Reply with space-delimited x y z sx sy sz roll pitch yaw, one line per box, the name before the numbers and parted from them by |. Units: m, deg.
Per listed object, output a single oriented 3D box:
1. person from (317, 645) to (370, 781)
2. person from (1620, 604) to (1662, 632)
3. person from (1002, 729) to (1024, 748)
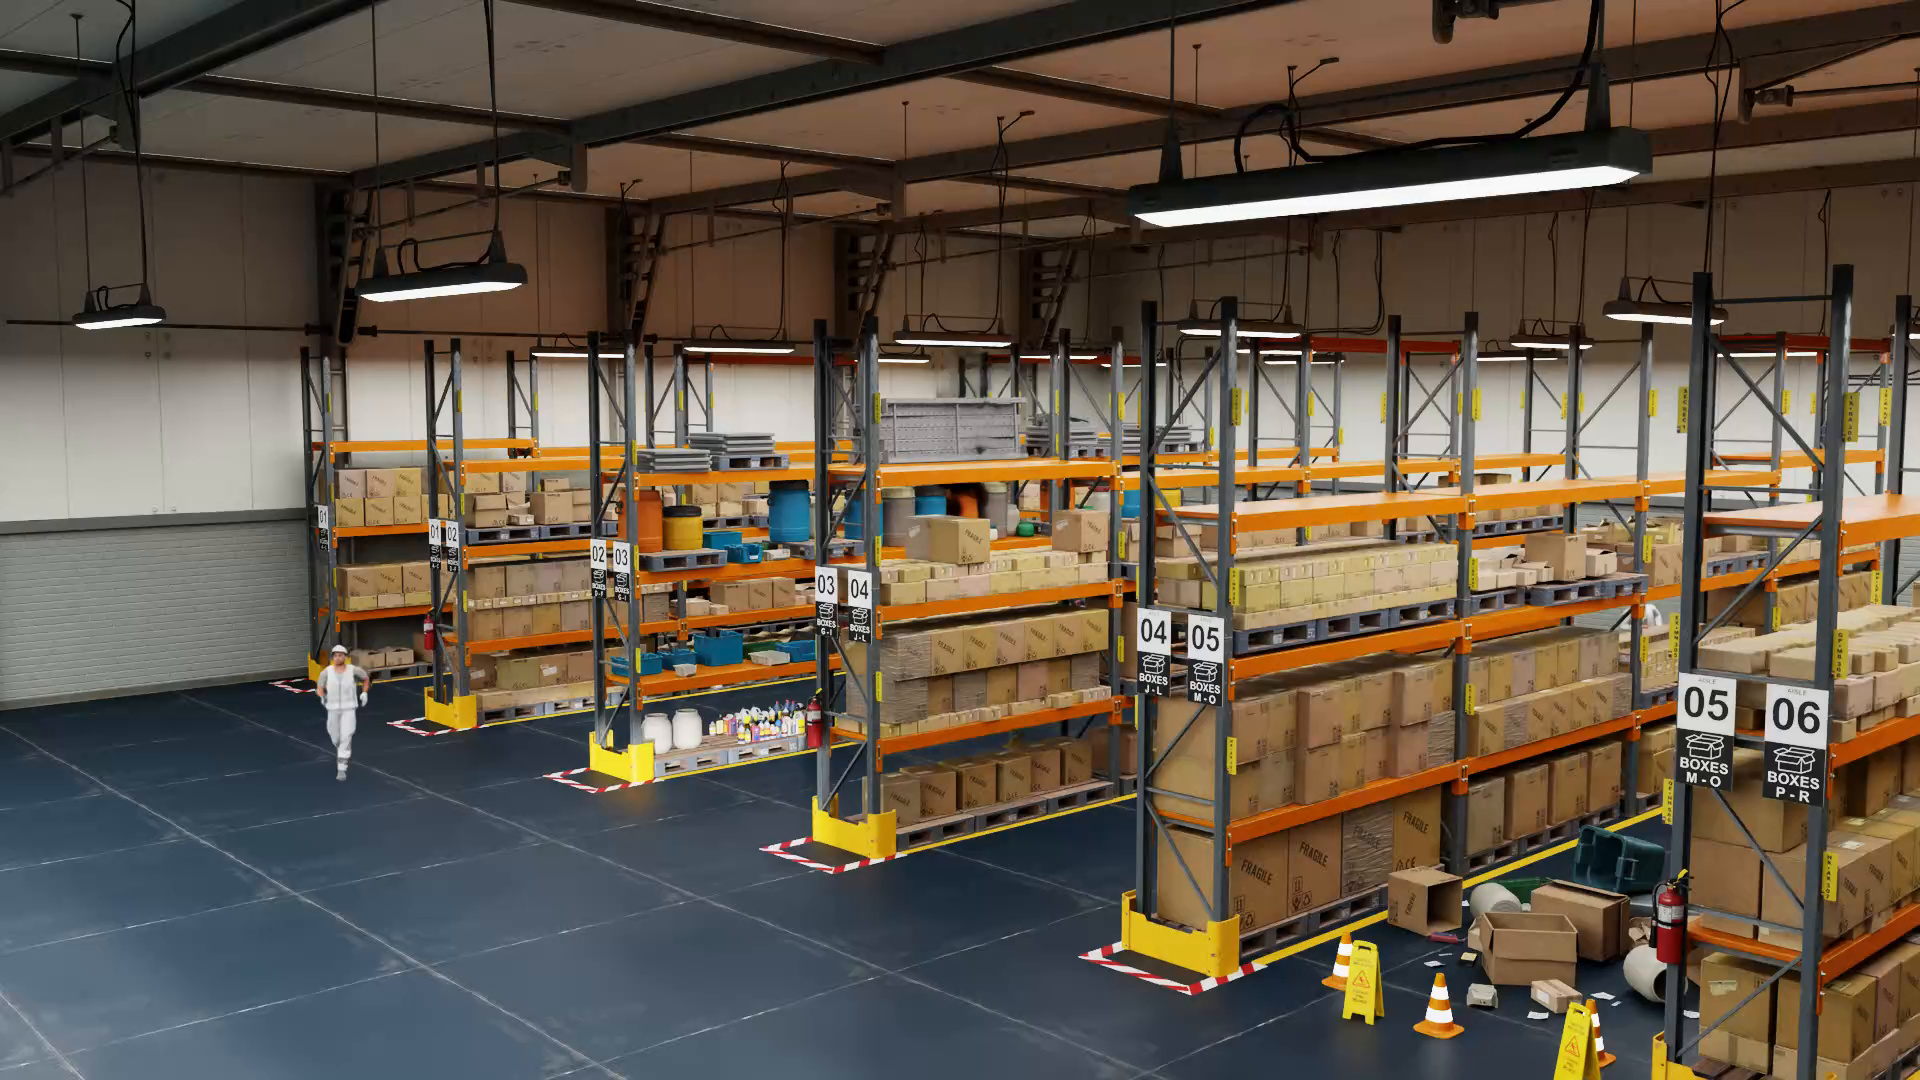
person | -8.368 2.307 22.559 0.671 1.774 0.957 -1 5 -12
person | 11.731 1.789 28.645 0.716 1.825 0.850 1 5 15
person | 0.622 2.011 22.820 0.579 1.772 0.698 -5 7 -45
